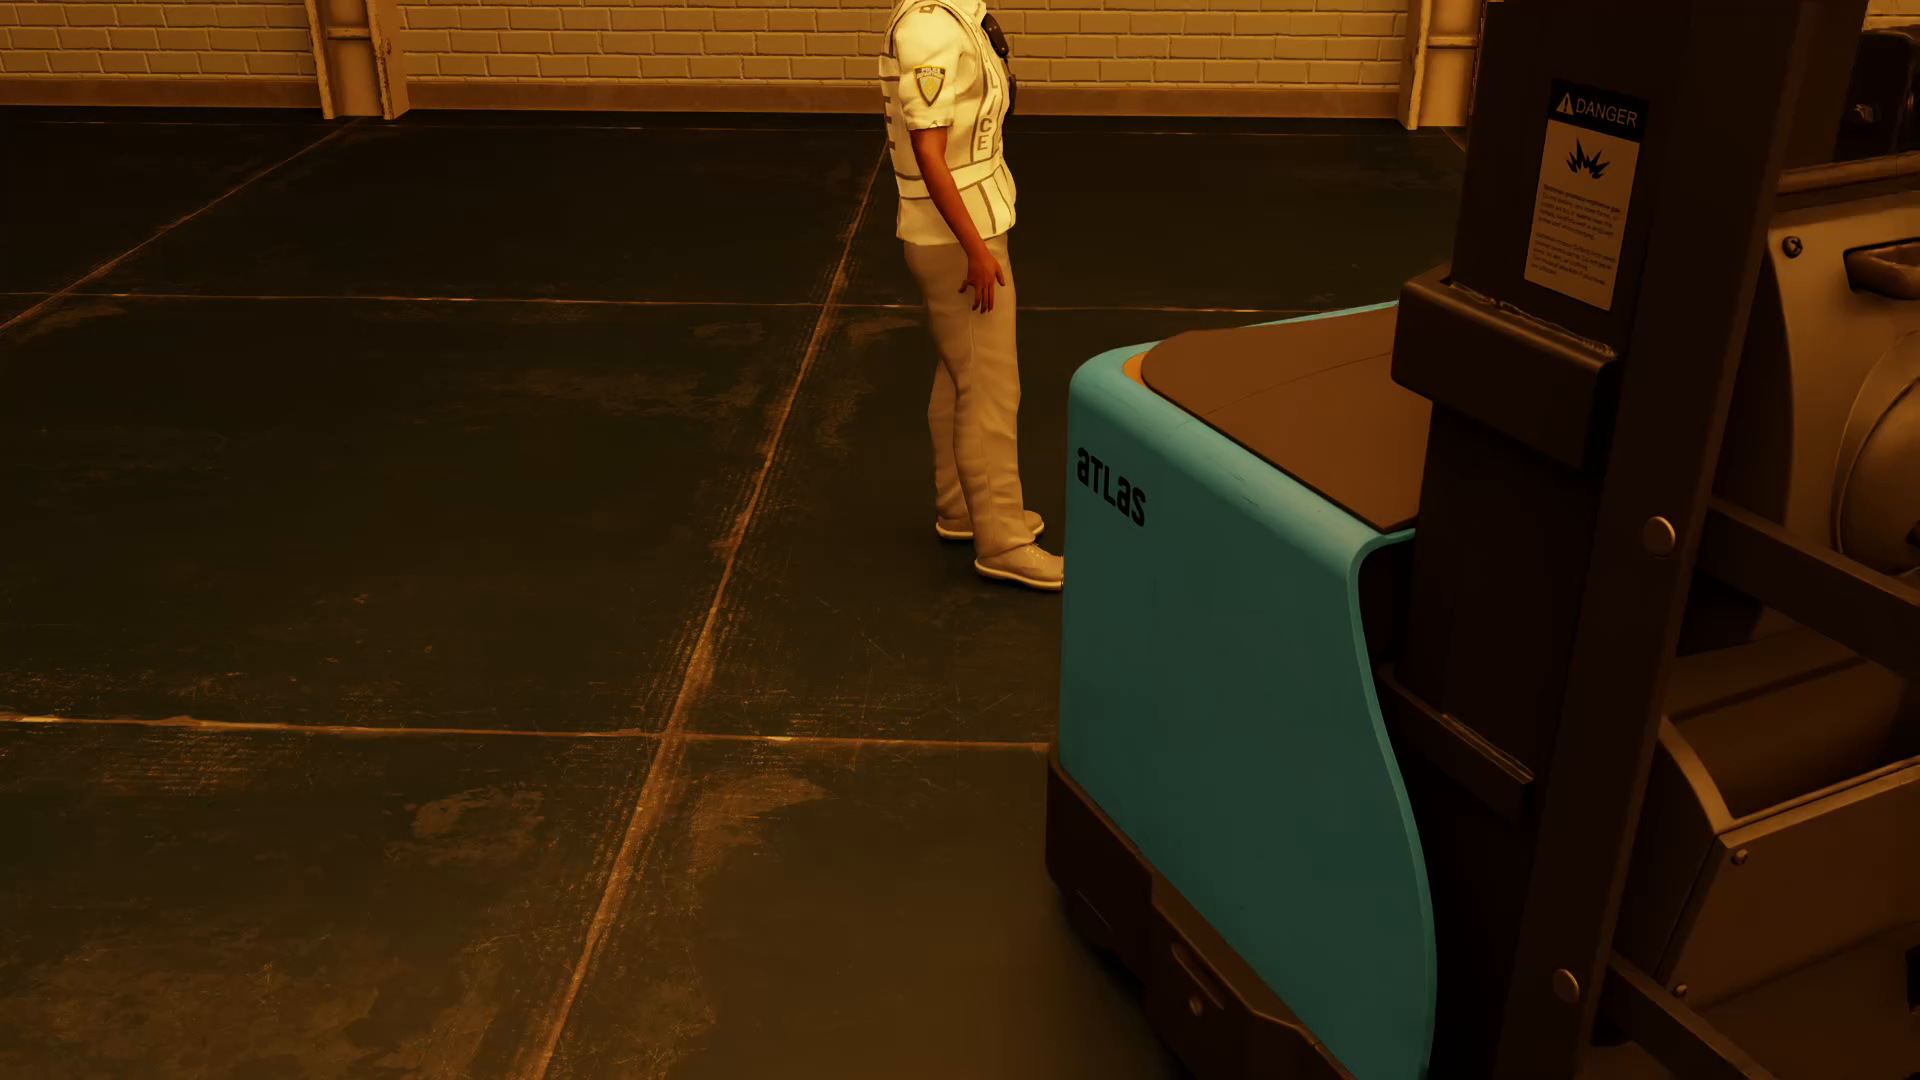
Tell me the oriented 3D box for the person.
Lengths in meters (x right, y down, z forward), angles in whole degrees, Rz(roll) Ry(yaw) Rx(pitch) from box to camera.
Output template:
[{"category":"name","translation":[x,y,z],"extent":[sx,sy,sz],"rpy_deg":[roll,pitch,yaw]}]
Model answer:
[{"category":"person","translation":[0.074,-0.756,4.123],"extent":[0.530,1.695,0.570],"rpy_deg":[1,26,2]}]

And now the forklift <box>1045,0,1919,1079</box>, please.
[{"category":"forklift","translation":[1.254,-0.161,1.535],"extent":[1.130,2.935,3.031],"rpy_deg":[-12,29,-23]}]
